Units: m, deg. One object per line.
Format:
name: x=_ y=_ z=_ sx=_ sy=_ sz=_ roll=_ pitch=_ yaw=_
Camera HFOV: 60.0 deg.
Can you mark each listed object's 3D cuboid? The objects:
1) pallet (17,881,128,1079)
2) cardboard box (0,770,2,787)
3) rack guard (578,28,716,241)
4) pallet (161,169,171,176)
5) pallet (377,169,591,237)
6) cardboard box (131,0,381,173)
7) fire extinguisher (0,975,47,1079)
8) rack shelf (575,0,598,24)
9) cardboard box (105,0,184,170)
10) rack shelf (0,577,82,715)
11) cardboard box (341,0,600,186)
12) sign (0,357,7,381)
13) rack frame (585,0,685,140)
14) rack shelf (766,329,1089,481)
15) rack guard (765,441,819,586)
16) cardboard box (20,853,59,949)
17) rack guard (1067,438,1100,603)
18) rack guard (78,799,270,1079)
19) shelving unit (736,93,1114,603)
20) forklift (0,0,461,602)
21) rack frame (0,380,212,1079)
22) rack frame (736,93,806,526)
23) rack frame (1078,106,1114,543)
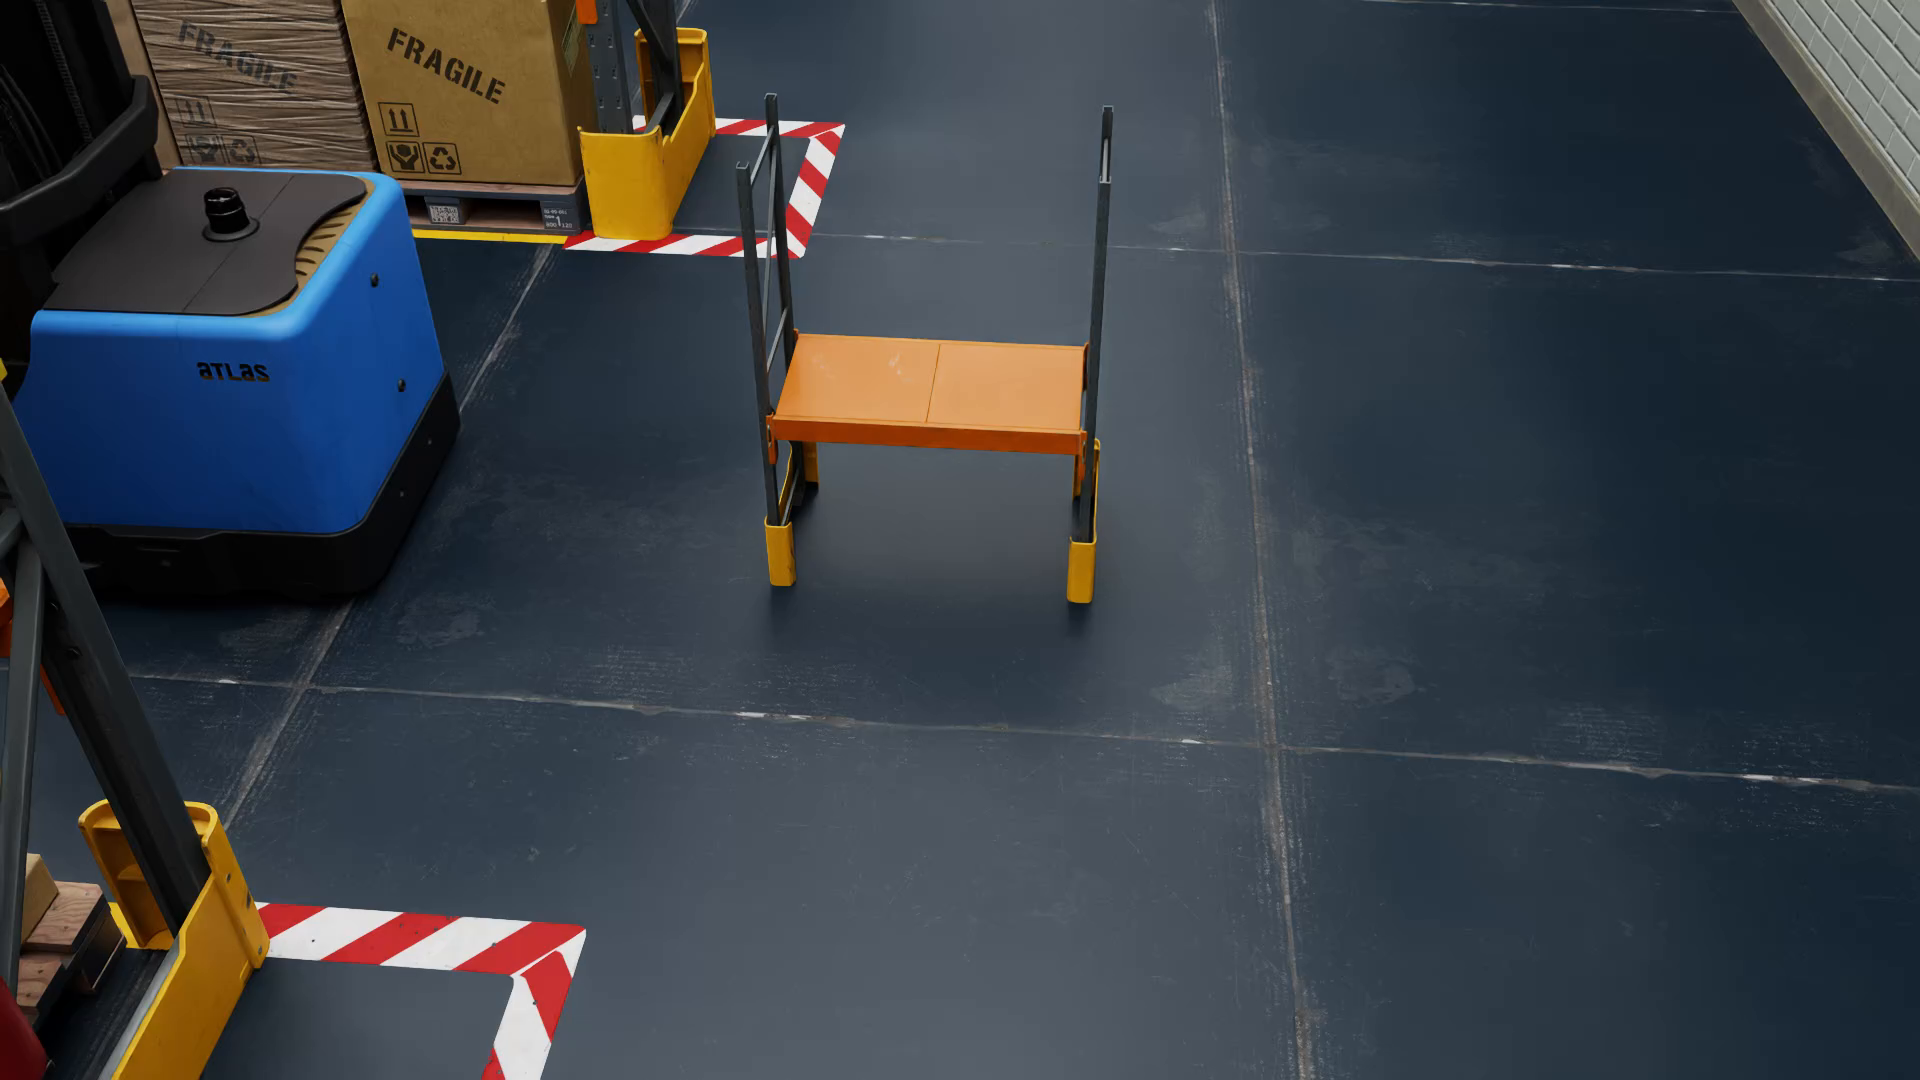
pallet: x=-2.858 y=1.258 z=4.037 sx=1.213 sy=0.211 sz=1.003 roll=3 pitch=39 yaw=4
cardboard box: x=-2.468 y=0.717 z=3.947 sx=0.250 sy=0.149 sz=0.380 roll=1 pitch=39 yaw=2
rack guard: x=-1.423 y=-1.896 z=7.683 sx=0.348 sy=0.500 sz=1.175 roll=3 pitch=39 yaw=4
pallet: x=-3.462 y=-1.848 z=7.853 sx=1.213 sy=0.211 sz=1.003 roll=3 pitch=39 yaw=4
pallet: x=-2.250 y=-1.779 z=7.769 sx=1.213 sy=0.211 sz=1.003 roll=3 pitch=39 yaw=4
cardboard box: x=-2.998 y=-2.240 z=7.476 sx=0.875 sy=0.875 sz=0.875 roll=3 pitch=39 yaw=4
fire extinguisher: x=-1.764 y=0.726 z=2.839 sx=0.183 sy=0.674 sz=0.296 roll=3 pitch=39 yaw=4
rack shelf: x=-3.440 y=-2.697 z=7.257 sx=4.000 sy=0.370 sz=1.077 roll=3 pitch=39 yaw=4
cardboard box: x=-3.885 y=-2.288 z=7.535 sx=0.875 sy=0.875 sz=0.875 roll=3 pitch=39 yaw=4
rack shelf: x=-3.968 y=0.417 z=3.431 sx=4.000 sy=0.370 sz=1.077 roll=3 pitch=39 yaw=4
cardboard box: x=-2.091 y=-2.190 z=7.415 sx=0.875 sy=0.875 sz=0.875 roll=3 pitch=39 yaw=4
sign: x=-1.929 y=-0.430 z=3.216 sx=0.005 sy=0.325 sz=0.100 roll=3 pitch=39 yaw=4
rack frame: x=-1.447 y=-2.867 z=6.896 sx=0.127 sy=3.000 sz=1.000 roll=3 pitch=39 yaw=4
rack shelf: x=-0.085 y=-0.447 z=5.396 sx=1.000 sy=0.185 sz=0.538 roll=3 pitch=39 yaw=4
rack guard: x=-0.572 y=-0.128 z=5.710 sx=0.087 sy=0.250 sz=0.587 roll=3 pitch=39 yaw=4
cardboard box: x=-2.470 y=0.960 z=4.120 sx=0.250 sy=0.149 sz=0.380 roll=4 pitch=39 yaw=5
rack guard: x=0.420 y=-0.074 z=5.643 sx=0.087 sy=0.250 sz=0.587 roll=3 pitch=39 yaw=4
rack guard: x=-2.051 y=1.213 z=3.864 sx=0.348 sy=0.500 sz=1.175 roll=3 pitch=39 yaw=4
shelving unit: x=-0.076 y=-0.586 z=5.282 sx=1.083 sy=1.500 sz=0.587 roll=3 pitch=39 yaw=4
forklift: x=-3.388 y=-1.296 z=5.020 sx=3.031 sy=2.935 sz=1.130 roll=2 pitch=39 yaw=3
rack frame: x=-1.976 y=0.247 z=3.070 sx=0.127 sy=3.000 sz=1.000 roll=3 pitch=39 yaw=4
rack frame: x=-0.591 y=-0.614 z=5.316 sx=0.032 sy=1.500 sz=0.500 roll=3 pitch=39 yaw=4
rack frame: x=0.421 y=-0.559 z=5.248 sx=0.032 sy=1.500 sz=0.500 roll=3 pitch=39 yaw=4
